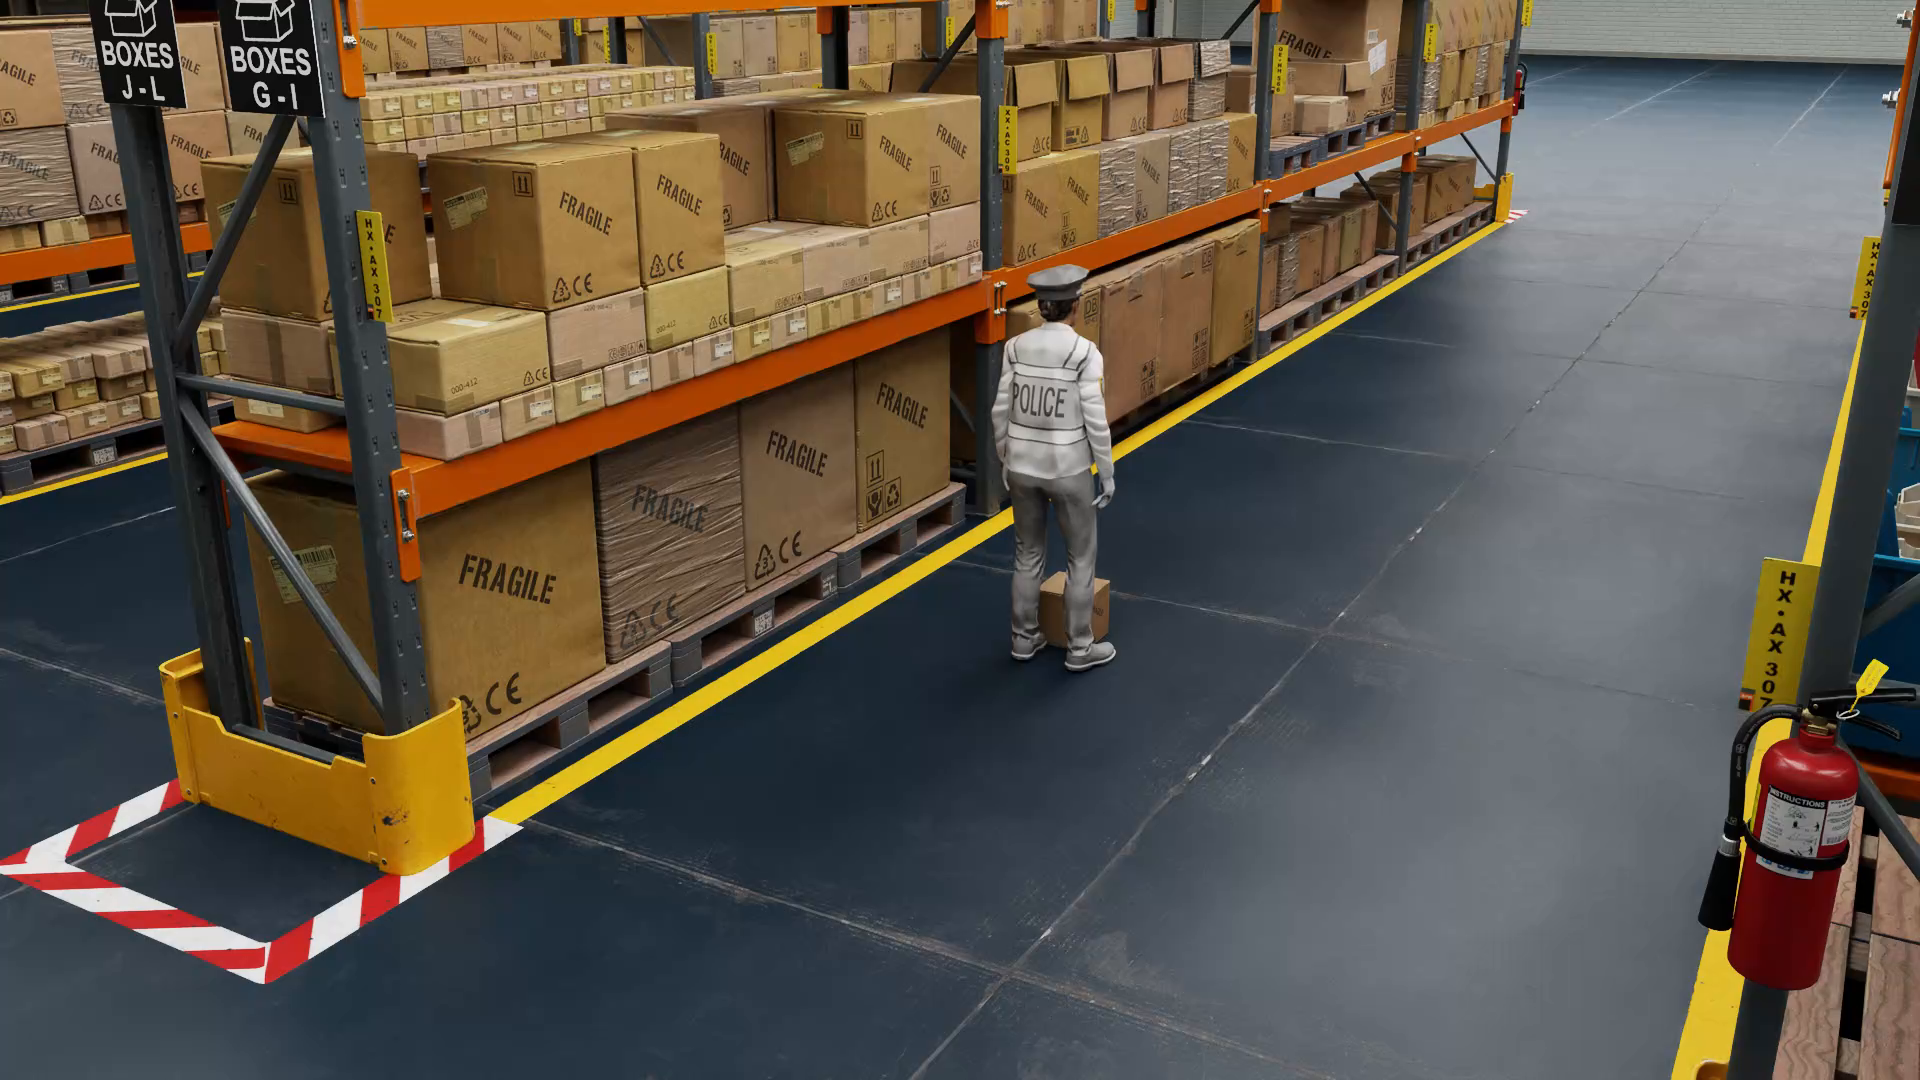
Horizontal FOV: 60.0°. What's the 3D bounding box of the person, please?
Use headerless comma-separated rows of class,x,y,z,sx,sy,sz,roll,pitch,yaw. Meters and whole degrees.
person,0.386,-0.281,6.854,0.524,1.664,0.371,11,22,28
